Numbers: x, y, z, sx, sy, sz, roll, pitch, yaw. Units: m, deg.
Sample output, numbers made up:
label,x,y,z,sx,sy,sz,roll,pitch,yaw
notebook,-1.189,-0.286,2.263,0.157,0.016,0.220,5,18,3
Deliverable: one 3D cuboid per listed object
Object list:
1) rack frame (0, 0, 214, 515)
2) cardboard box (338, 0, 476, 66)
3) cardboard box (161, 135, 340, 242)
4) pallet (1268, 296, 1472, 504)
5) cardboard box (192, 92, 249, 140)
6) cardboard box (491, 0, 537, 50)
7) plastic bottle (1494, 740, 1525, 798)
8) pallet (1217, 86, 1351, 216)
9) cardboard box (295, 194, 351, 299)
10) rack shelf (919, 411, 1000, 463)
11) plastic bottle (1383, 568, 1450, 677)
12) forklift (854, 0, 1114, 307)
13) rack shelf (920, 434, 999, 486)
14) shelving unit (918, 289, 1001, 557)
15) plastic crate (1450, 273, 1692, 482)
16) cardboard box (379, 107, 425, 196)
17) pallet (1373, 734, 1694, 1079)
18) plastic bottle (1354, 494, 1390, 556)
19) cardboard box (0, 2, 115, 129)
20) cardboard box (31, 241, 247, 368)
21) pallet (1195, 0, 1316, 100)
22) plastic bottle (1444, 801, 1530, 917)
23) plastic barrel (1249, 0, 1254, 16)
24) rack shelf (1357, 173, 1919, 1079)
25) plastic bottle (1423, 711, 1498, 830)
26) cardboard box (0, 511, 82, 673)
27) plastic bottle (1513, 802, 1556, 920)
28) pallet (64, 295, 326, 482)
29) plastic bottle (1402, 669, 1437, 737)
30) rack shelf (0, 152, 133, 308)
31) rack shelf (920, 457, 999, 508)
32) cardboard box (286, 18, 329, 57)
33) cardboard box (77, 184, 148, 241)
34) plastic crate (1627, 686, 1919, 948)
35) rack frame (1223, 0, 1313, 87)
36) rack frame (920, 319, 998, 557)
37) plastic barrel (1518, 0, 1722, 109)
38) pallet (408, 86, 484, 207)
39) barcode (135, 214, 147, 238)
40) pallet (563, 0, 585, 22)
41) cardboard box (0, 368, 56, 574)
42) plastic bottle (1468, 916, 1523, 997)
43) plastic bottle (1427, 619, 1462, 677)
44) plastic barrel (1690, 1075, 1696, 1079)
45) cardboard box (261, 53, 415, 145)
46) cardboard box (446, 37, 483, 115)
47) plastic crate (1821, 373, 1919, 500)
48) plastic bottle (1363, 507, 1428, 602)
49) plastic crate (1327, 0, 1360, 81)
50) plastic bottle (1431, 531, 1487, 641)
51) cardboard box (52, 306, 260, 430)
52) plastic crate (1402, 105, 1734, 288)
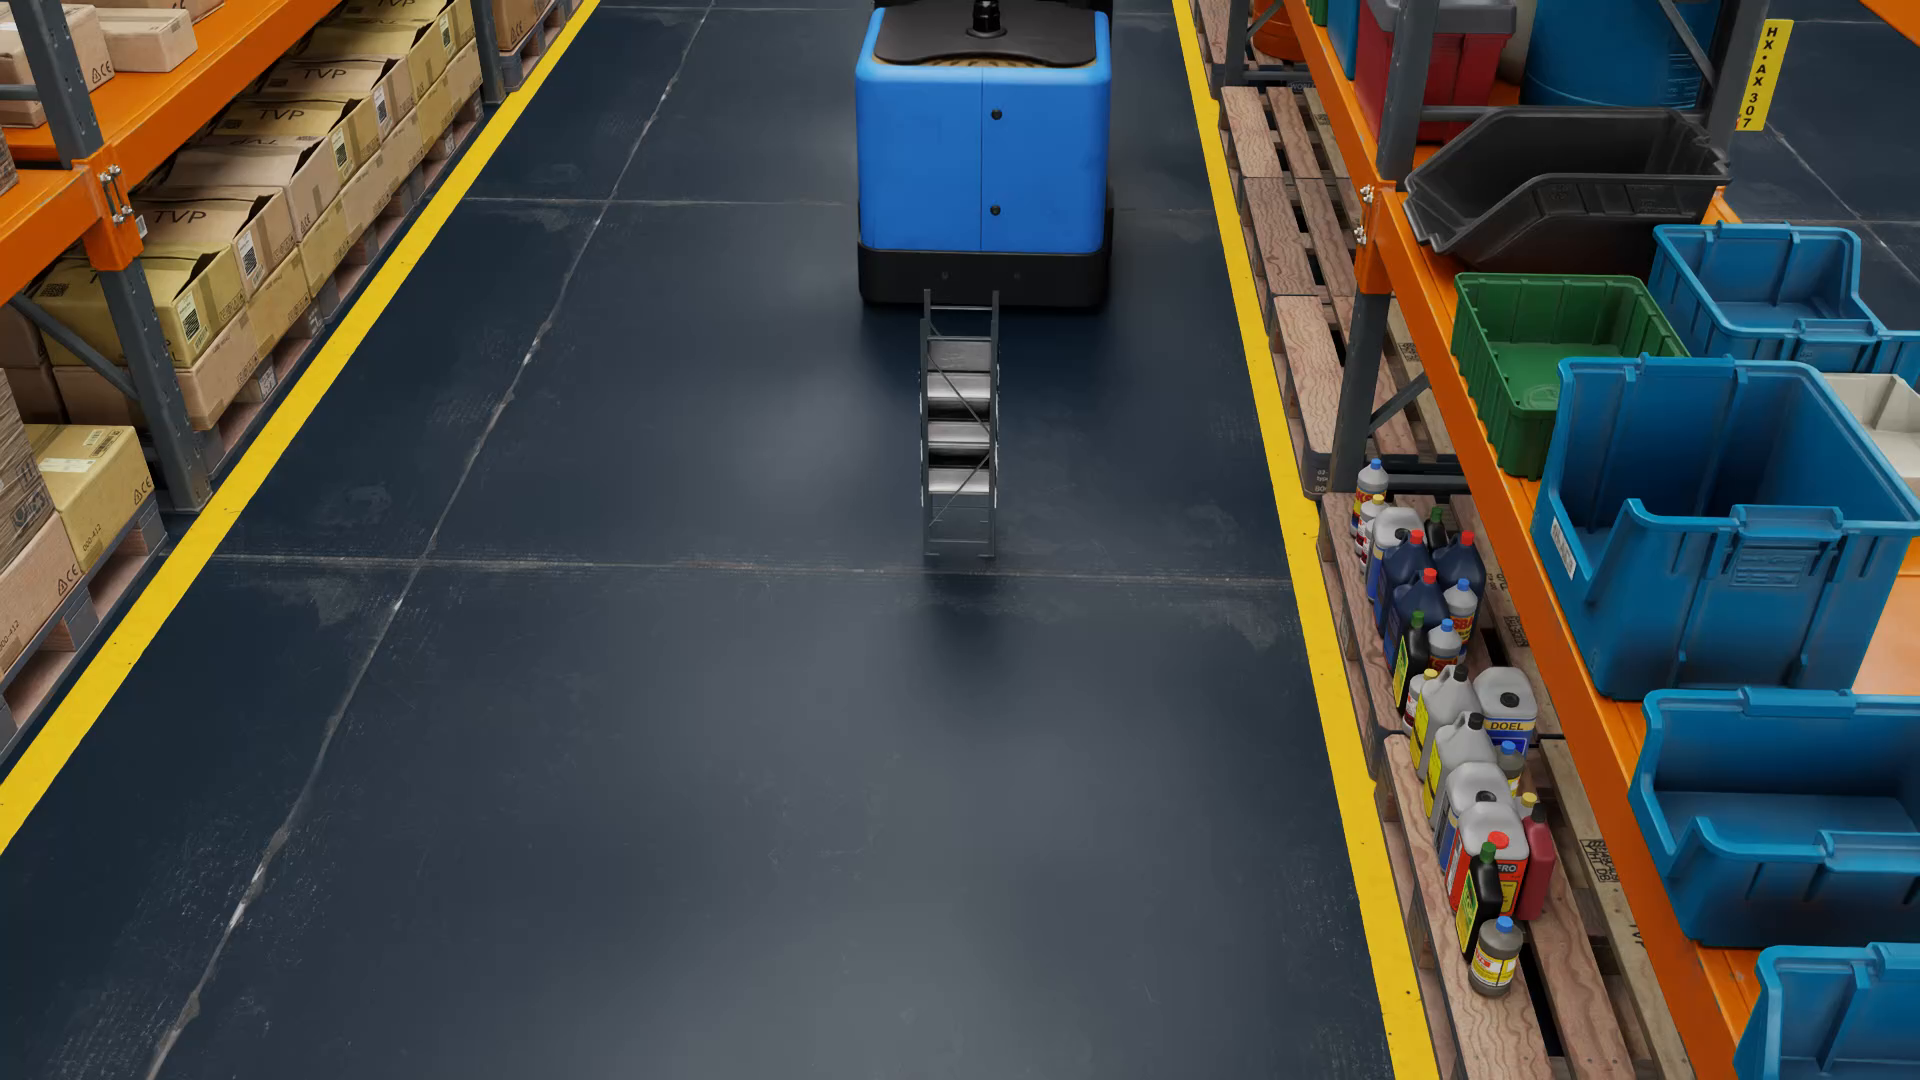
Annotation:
label,x,y,z,sx,sy,sz,roll,pitch,yaw
rack frame,-3.184,-1.364,5.083,1.000,3.000,0.127,1,35,2
cardboard box,-2.798,-2.632,8.425,0.500,0.311,0.500,2,35,3
cardboard box,-2.873,-1.457,6.753,0.500,0.311,0.500,0,35,0
pallet,1.758,-0.559,6.362,1.003,0.211,1.213,1,35,2
cardboard box,-3.393,-1.754,7.176,0.500,0.311,0.500,1,35,1
cardboard box,-2.719,-3.075,9.308,0.500,0.500,0.500,3,35,4
plastic bottle,1.409,0.608,4.327,0.097,0.201,0.097,0,35,0
pallet,1.856,-1.961,8.357,1.003,0.211,1.213,1,35,2
cardboard box,-2.880,-1.229,6.915,0.500,0.250,0.500,0,35,0
rack shelf,0.000,-0.346,5.517,0.258,0.077,0.200,1,35,2
plastic bottle,1.311,0.219,4.751,0.144,0.351,0.185,0,35,0
forklift,0.166,-3.006,7.479,1.130,2.935,3.031,2,35,2
rack shelf,0.000,-0.272,5.569,0.258,0.077,0.200,1,35,2
shelving unit,0.000,-0.373,5.498,0.258,0.900,0.210,1,35,2
plastic crate,1.429,-0.388,3.877,0.450,0.188,0.662,1,35,2
cardboard box,-2.841,-1.816,7.752,0.500,0.250,0.500,2,35,3
pallet,1.651,0.981,4.171,1.003,0.211,1.213,1,35,2
plastic bottle,1.311,-0.052,5.266,0.097,0.201,0.097,0,35,0
cardboard box,-3.208,-1.587,5.530,0.500,0.250,0.500,3,35,5
cardboard box,-2.918,-0.872,5.921,0.500,0.311,0.500,1,35,2
pallet,1.916,-2.859,9.634,1.003,0.211,1.213,1,35,2
plastic bottle,1.278,0.775,4.024,0.152,0.276,0.135,2,35,2
plastic barrel,1.862,-3.308,9.646,0.421,0.512,0.421,0,35,0
rack shelf,1.685,0.196,3.489,1.077,0.370,4.000,1,35,2
plastic bottle,1.286,0.570,4.252,0.144,0.351,0.185,3,35,4
cardboard box,-3.014,0.147,4.958,0.500,0.250,0.500,1,35,2
plastic bottle,1.384,0.774,4.019,0.061,0.283,0.133,1,35,2
pallet,-3.193,-0.648,6.488,1.003,0.211,1.213,1,35,2
plastic bottle,1.276,0.442,4.564,0.097,0.201,0.097,0,35,0
rack shelf,-3.264,0.079,3.654,1.077,0.370,4.000,1,35,2
rack shelf,0.000,-0.198,5.621,0.258,0.077,0.200,1,35,2
cardboard box,-3.350,-2.343,8.013,0.500,0.311,0.500,1,35,1
cardboard box,-3.439,-1.179,6.357,0.500,0.311,0.500,2,35,3
plastic crate,1.358,0.444,2.639,0.499,0.251,0.408,1,35,2
rack frame,1.926,-3.546,8.187,1.000,3.000,0.127,1,35,2
rack frame,-0.004,-0.314,5.415,0.240,0.900,0.006,1,35,2
plastic barrel,2.084,-1.668,5.079,0.600,0.901,0.708,1,35,2
pallet,-3.095,-2.050,8.483,1.003,0.211,1.213,1,35,2
barcode,-2.757,-1.051,5.594,0.001,0.075,0.075,1,35,2
pallet,-2.904,-3.649,10.758,1.003,0.211,1.213,1,35,2
cardboard box,-3.016,-0.160,4.742,0.500,0.500,0.500,1,35,2
plastic bottle,1.241,0.950,3.841,0.097,0.201,0.097,0,35,0
plastic bottle,1.342,0.336,4.653,0.097,0.271,0.097,0,35,0
plastic barrel,1.575,1.228,3.192,0.421,0.512,0.421,0,35,0
cardboard box,-2.835,-2.043,7.587,0.500,0.311,0.500,1,35,2
cardboard box,-2.800,-2.401,8.584,0.500,0.250,0.500,2,35,3
plastic crate,1.953,-0.201,3.657,0.530,0.136,0.437,1,35,2
plastic bottle,1.329,0.046,5.062,0.152,0.276,0.135,3,35,4
plastic crate,1.499,-1.882,5.833,0.392,0.384,0.575,1,35,2
plastic bottle,1.463,0.113,4.901,0.144,0.351,0.185,1,35,2
cardboard box,-2.920,-0.637,6.074,0.500,0.250,0.500,1,35,1
plastic crate,1.617,-0.925,4.511,0.767,0.338,0.504,1,35,2
